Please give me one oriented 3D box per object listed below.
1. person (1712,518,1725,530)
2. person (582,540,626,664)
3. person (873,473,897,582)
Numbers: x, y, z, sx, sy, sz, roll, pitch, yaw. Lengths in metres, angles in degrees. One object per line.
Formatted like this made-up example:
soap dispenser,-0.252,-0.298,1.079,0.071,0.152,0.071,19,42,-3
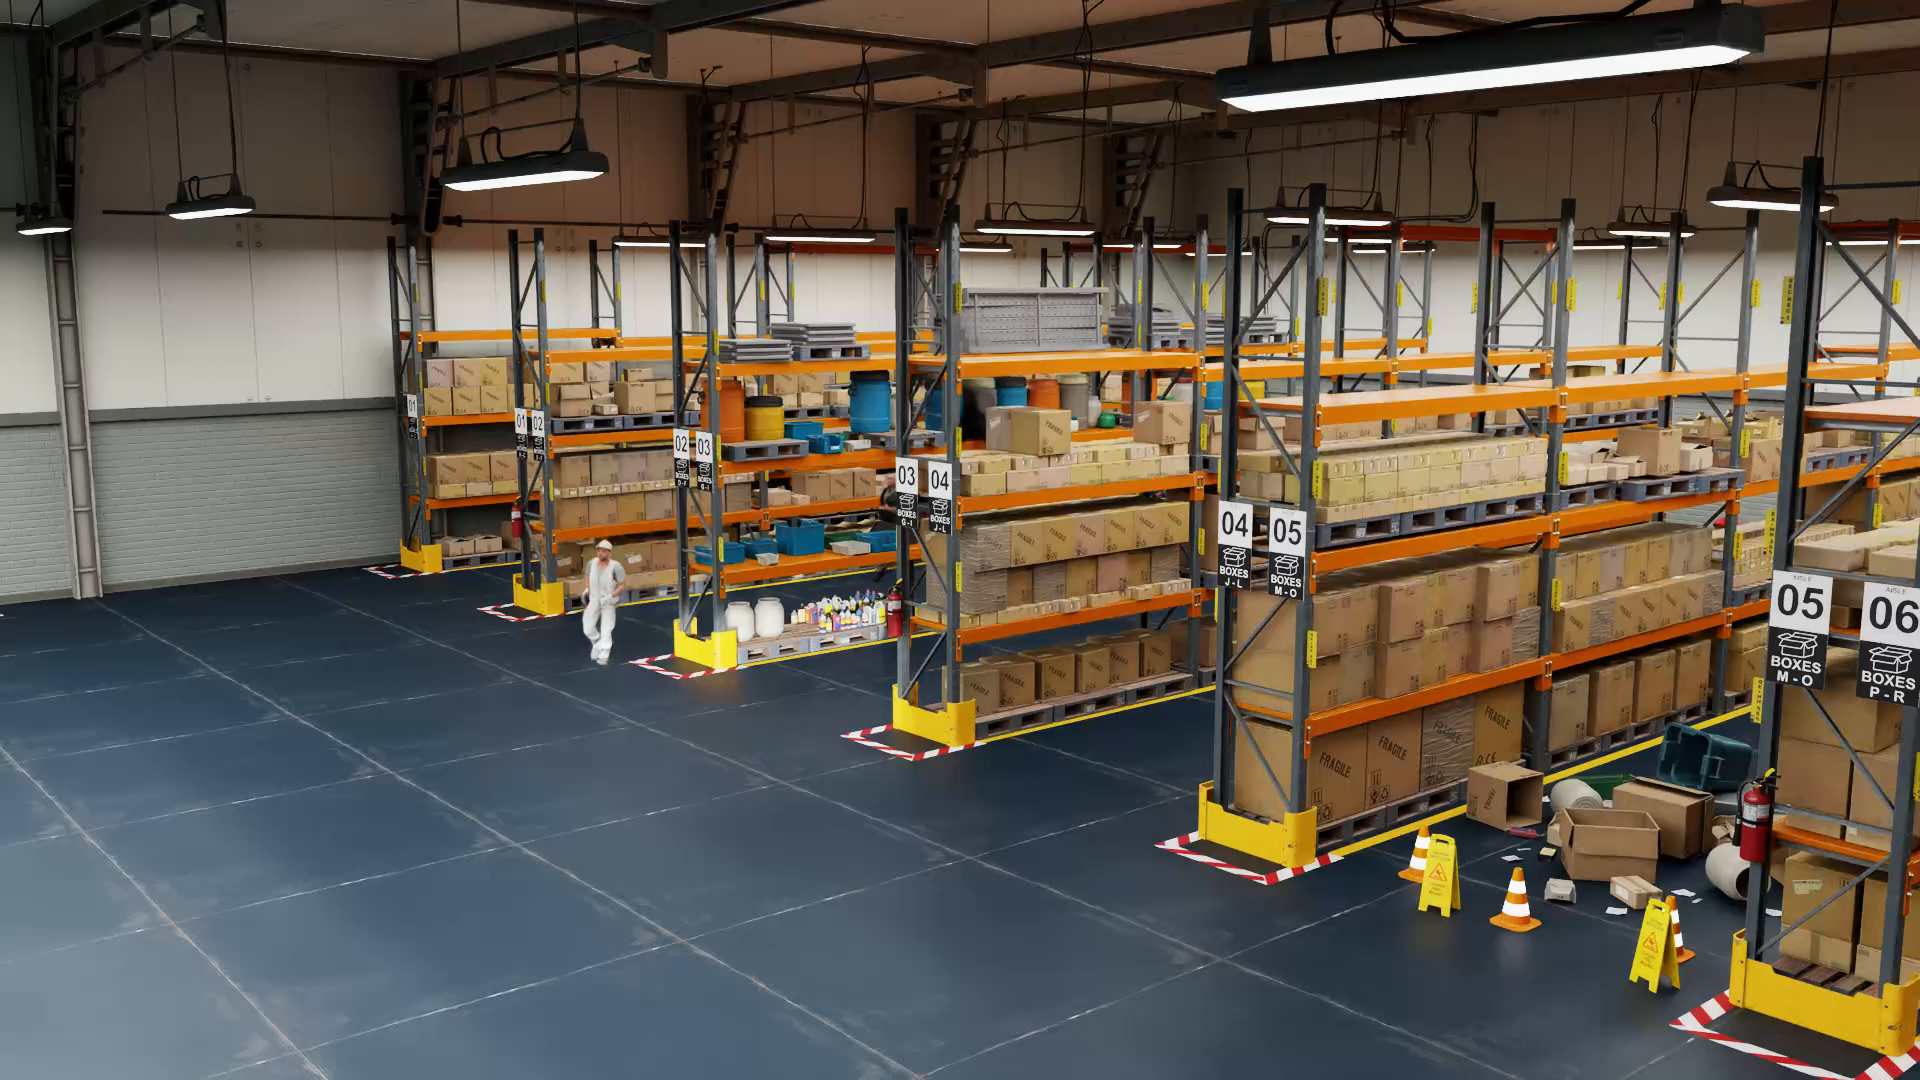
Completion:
person,11.093,0.554,24.317,0.686,1.782,1.055,8,12,43
person,-4.848,0.853,22.571,0.650,1.734,0.577,1,9,9
person,-1.132,-0.132,27.586,0.646,1.590,0.756,6,11,34
